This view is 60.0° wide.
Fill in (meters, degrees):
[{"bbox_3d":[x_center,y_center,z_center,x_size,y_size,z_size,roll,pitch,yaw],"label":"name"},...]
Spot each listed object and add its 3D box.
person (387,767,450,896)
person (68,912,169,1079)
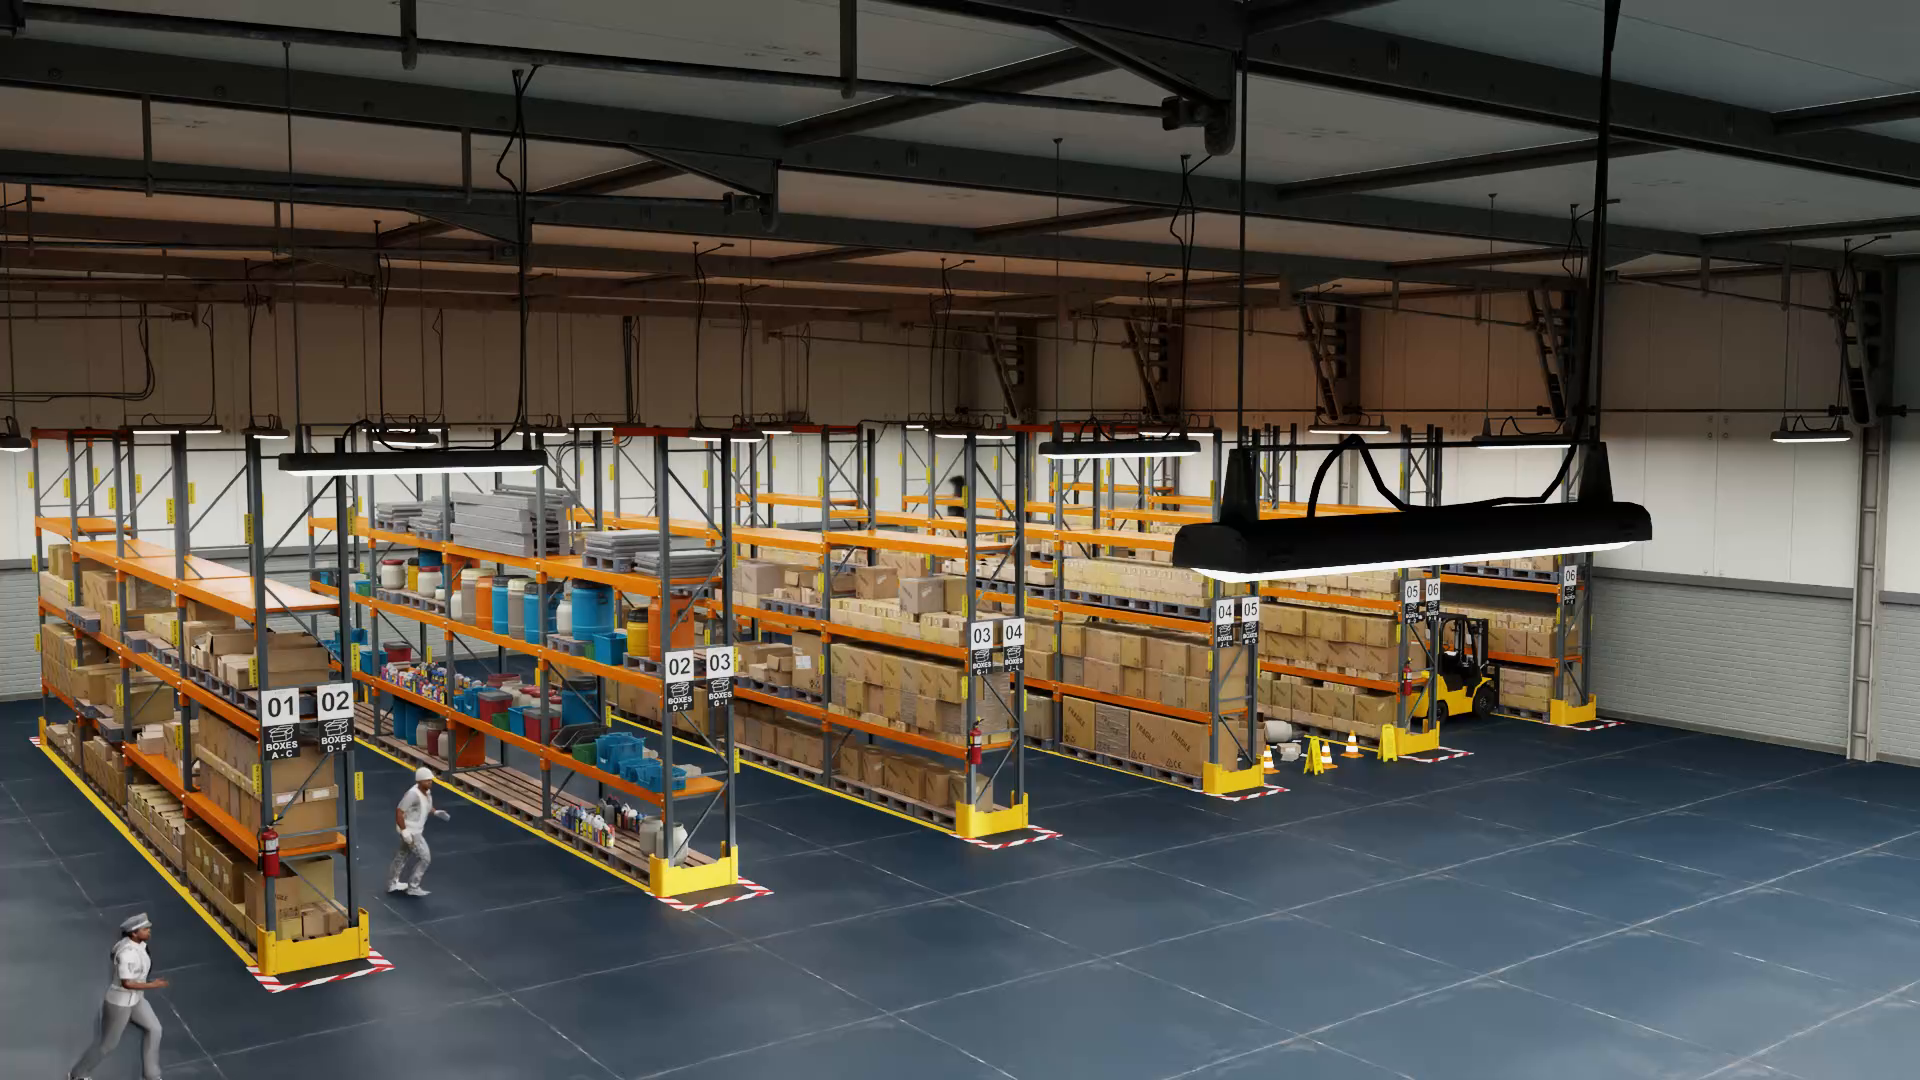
[{"bbox_3d":[-7.082,3.794,21.675,0.835,1.720,0.686,-1,5,-13],"label":"person"},{"bbox_3d":[-7.785,4.303,15.382,0.897,1.719,0.587,-1,5,-10],"label":"person"}]
